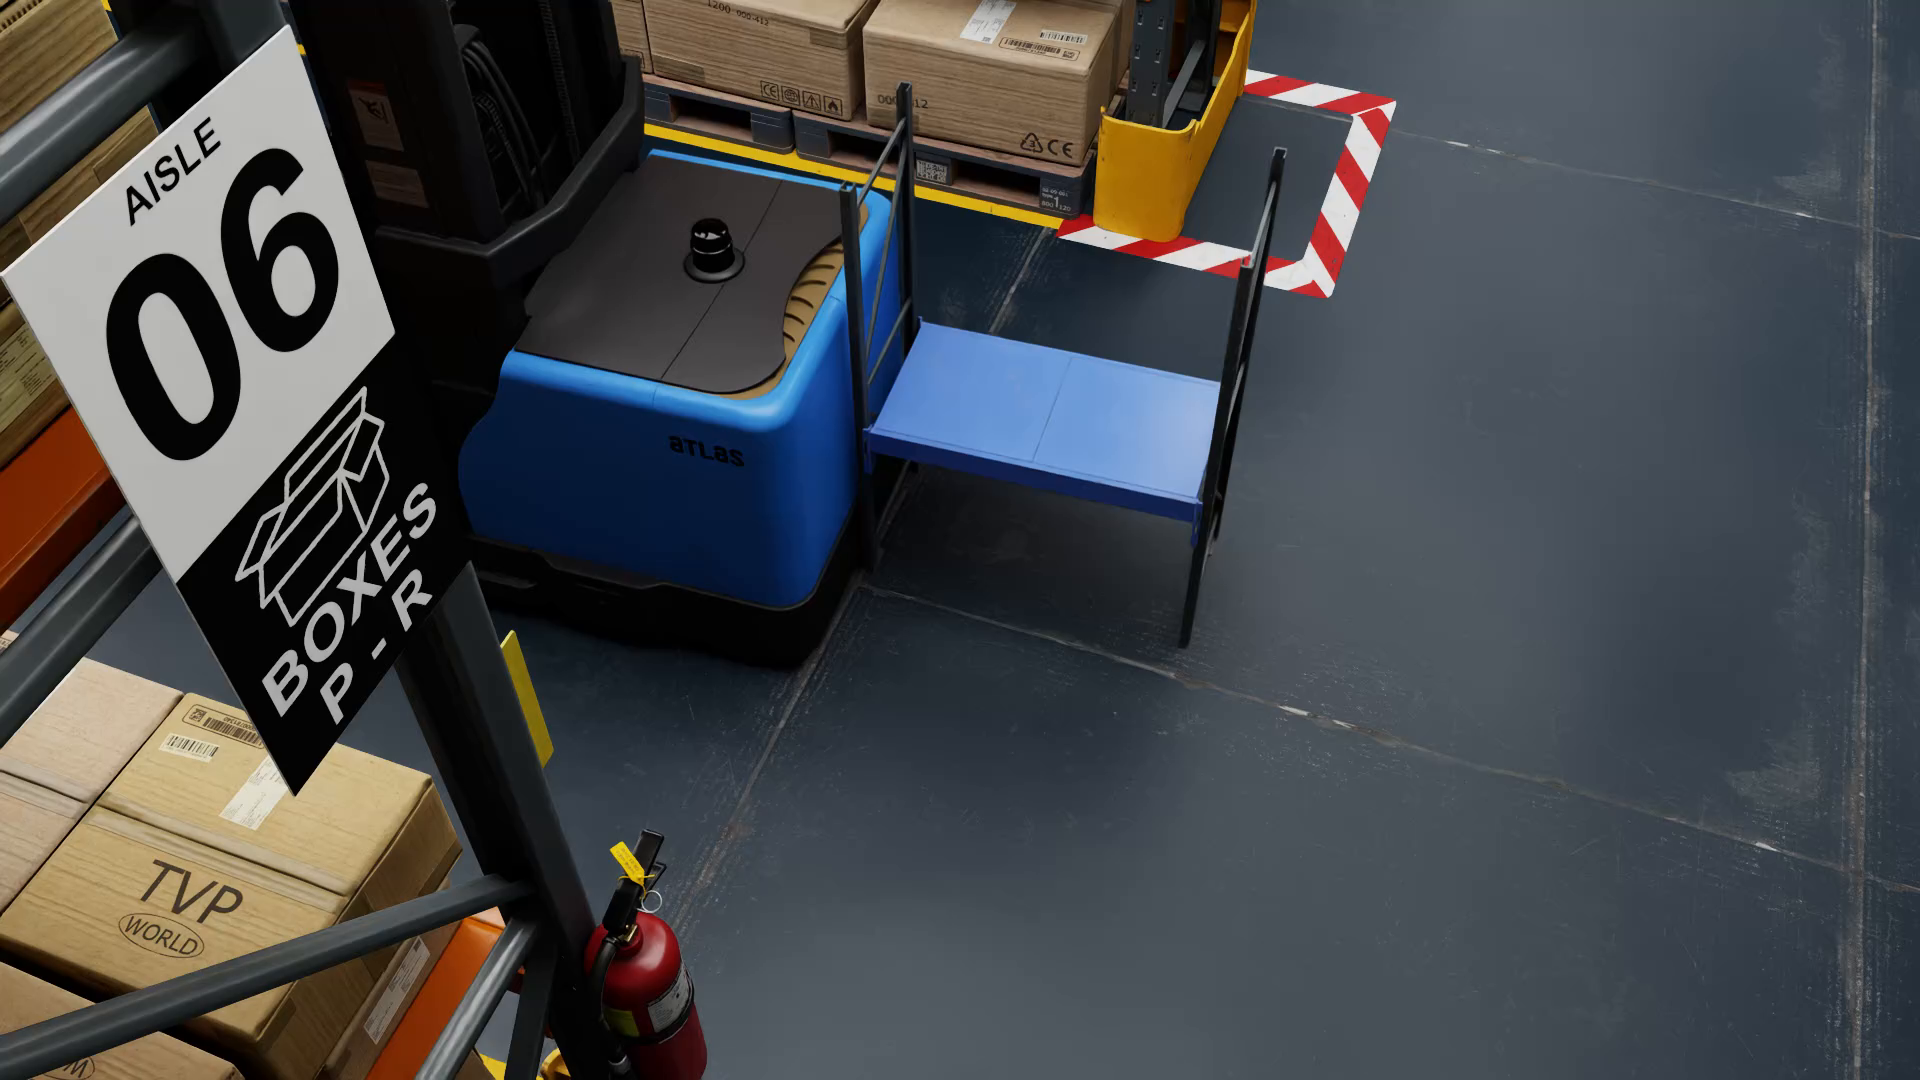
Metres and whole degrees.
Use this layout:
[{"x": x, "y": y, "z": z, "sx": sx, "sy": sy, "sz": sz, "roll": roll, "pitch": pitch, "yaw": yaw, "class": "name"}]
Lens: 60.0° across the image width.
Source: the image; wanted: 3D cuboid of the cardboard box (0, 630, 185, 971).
[{"x": -1.683, "y": 0.455, "z": 2.916, "sx": 0.500, "sy": 0.250, "sz": 0.500, "roll": 16, "pitch": 51, "yaw": 14, "class": "cardboard box"}]

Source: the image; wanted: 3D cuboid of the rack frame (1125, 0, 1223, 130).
[{"x": 0.839, "y": -2.575, "z": 5.639, "sx": 0.127, "sy": 3.000, "sz": 1.000, "roll": 16, "pitch": 51, "yaw": 13, "class": "rack frame"}]

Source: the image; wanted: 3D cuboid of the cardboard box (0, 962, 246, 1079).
[{"x": -1.401, "y": 0.964, "z": 2.474, "sx": 0.500, "sy": 0.250, "sz": 0.500, "roll": 17, "pitch": 51, "yaw": 14, "class": "cardboard box"}]

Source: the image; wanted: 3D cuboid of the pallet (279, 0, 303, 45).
[{"x": -2.227, "y": -2.454, "z": 7.380, "sx": 1.213, "sy": 0.211, "sz": 1.003, "roll": 16, "pitch": 51, "yaw": 13, "class": "pallet"}]

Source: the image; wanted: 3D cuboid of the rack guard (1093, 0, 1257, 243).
[{"x": 0.861, "y": -1.750, "z": 6.578, "sx": 0.348, "sy": 0.500, "sz": 1.175, "roll": 16, "pitch": 51, "yaw": 13, "class": "rack guard"}]

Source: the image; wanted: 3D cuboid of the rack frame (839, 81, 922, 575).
[{"x": -0.217, "y": -0.563, "z": 4.888, "sx": 0.032, "sy": 1.500, "sz": 0.500, "roll": 13, "pitch": 50, "yaw": 11, "class": "rack frame"}]

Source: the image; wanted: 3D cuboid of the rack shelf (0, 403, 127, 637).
[{"x": -2.754, "y": -0.326, "z": 2.181, "sx": 4.000, "sy": 0.370, "sz": 1.077, "roll": 16, "pitch": 51, "yaw": 13, "class": "rack shelf"}]

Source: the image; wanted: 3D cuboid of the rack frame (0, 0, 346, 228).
[{"x": -0.878, "y": -1.020, "z": 0.322, "sx": 0.127, "sy": 3.000, "sz": 1.000, "roll": 16, "pitch": 51, "yaw": 13, "class": "rack frame"}]

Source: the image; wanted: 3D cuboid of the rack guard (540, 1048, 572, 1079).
[{"x": -0.949, "y": 1.744, "z": 3.550, "sx": 0.348, "sy": 0.500, "sz": 1.175, "roll": 16, "pitch": 51, "yaw": 13, "class": "rack guard"}]

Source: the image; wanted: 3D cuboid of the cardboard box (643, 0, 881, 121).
[{"x": -0.676, "y": -2.209, "z": 6.739, "sx": 0.875, "sy": 0.438, "sz": 0.875, "roll": 17, "pitch": 51, "yaw": 14, "class": "cardboard box"}]

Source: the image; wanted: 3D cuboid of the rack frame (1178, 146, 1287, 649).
[{"x": 0.756, "y": -0.340, "z": 4.694, "sx": 0.032, "sy": 1.500, "sz": 0.500, "roll": 13, "pitch": 50, "yaw": 11, "class": "rack frame"}]

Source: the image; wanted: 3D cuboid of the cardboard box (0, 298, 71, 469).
[{"x": -1.096, "y": -0.204, "z": 1.765, "sx": 0.250, "sy": 0.149, "sz": 0.380, "roll": 17, "pitch": 51, "yaw": 14, "class": "cardboard box"}]

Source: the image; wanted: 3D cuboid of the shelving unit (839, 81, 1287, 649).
[{"x": 0.270, "y": -0.452, "z": 4.791, "sx": 1.048, "sy": 1.500, "sz": 0.538, "roll": 13, "pitch": 50, "yaw": 11, "class": "shelving unit"}]

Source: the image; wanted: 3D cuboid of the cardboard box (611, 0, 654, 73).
[{"x": -1.522, "y": -2.446, "z": 6.945, "sx": 0.875, "sy": 0.438, "sz": 0.875, "roll": 14, "pitch": 51, "yaw": 12, "class": "cardboard box"}]

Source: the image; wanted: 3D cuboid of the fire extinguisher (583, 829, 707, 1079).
[{"x": -0.580, "y": 0.803, "z": 3.009, "sx": 0.183, "sy": 0.674, "sz": 0.296, "roll": 16, "pitch": 51, "yaw": 13, "class": "fire extinguisher"}]

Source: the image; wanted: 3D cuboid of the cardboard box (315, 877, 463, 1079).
[{"x": -1.091, "y": 0.747, "z": 2.927, "sx": 0.250, "sy": 0.149, "sz": 0.380, "roll": 15, "pitch": 51, "yaw": 13, "class": "cardboard box"}]

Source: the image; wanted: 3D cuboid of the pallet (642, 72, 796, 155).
[{"x": -1.079, "y": -2.136, "z": 7.104, "sx": 1.213, "sy": 0.211, "sz": 1.003, "roll": 16, "pitch": 51, "yaw": 13, "class": "pallet"}]

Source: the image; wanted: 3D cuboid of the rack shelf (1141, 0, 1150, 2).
[{"x": -1.037, "y": -2.863, "z": 6.365, "sx": 4.000, "sy": 0.370, "sz": 1.077, "roll": 16, "pitch": 51, "yaw": 13, "class": "rack shelf"}]

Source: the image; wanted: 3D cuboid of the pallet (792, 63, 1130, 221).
[{"x": 0.062, "y": -1.815, "z": 6.826, "sx": 1.213, "sy": 0.211, "sz": 1.003, "roll": 16, "pitch": 51, "yaw": 13, "class": "pallet"}]

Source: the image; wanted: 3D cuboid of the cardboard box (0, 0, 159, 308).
[{"x": -1.199, "y": -0.396, "z": 1.668, "sx": 0.500, "sy": 0.250, "sz": 0.500, "roll": 15, "pitch": 51, "yaw": 13, "class": "cardboard box"}]

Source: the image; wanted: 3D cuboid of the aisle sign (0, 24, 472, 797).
[{"x": -0.712, "y": -0.097, "z": 1.771, "sx": 0.004, "sy": 0.787, "sz": 0.394, "roll": 16, "pitch": 51, "yaw": 13, "class": "aisle sign"}]

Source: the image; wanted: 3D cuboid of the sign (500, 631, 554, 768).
[{"x": -0.690, "y": 0.277, "z": 2.595, "sx": 0.005, "sy": 0.325, "sz": 0.100, "roll": 16, "pitch": 51, "yaw": 13, "class": "sign"}]

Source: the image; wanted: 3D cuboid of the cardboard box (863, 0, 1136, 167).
[{"x": 0.185, "y": -1.975, "z": 6.537, "sx": 0.875, "sy": 0.438, "sz": 0.875, "roll": 14, "pitch": 51, "yaw": 12, "class": "cardboard box"}]

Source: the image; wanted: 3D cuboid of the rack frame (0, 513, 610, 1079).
[{"x": -0.878, "y": 0.945, "z": 2.589, "sx": 0.127, "sy": 3.000, "sz": 1.000, "roll": 16, "pitch": 51, "yaw": 13, "class": "rack frame"}]

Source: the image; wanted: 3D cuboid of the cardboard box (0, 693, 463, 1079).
[{"x": -1.210, "y": 0.587, "z": 2.801, "sx": 0.500, "sy": 0.250, "sz": 0.500, "roll": 16, "pitch": 51, "yaw": 13, "class": "cardboard box"}]

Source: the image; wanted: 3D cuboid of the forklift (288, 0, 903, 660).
[{"x": -1.746, "y": -1.244, "z": 4.531, "sx": 3.031, "sy": 2.935, "sz": 1.130, "roll": 13, "pitch": 50, "yaw": 11, "class": "forklift"}]

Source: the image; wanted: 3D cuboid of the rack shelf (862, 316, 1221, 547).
[{"x": 0.270, "y": -0.334, "z": 4.927, "sx": 1.000, "sy": 0.185, "sz": 0.538, "roll": 13, "pitch": 50, "yaw": 11, "class": "rack shelf"}]

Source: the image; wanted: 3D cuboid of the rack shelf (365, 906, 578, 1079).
[{"x": -2.754, "y": 0.657, "z": 3.314, "sx": 4.000, "sy": 0.370, "sz": 1.077, "roll": 16, "pitch": 51, "yaw": 13, "class": "rack shelf"}]

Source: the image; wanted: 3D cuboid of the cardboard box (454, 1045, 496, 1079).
[{"x": -1.419, "y": 1.398, "z": 3.570, "sx": 0.637, "sy": 0.503, "sz": 0.797, "roll": 14, "pitch": 51, "yaw": 12, "class": "cardboard box"}]
